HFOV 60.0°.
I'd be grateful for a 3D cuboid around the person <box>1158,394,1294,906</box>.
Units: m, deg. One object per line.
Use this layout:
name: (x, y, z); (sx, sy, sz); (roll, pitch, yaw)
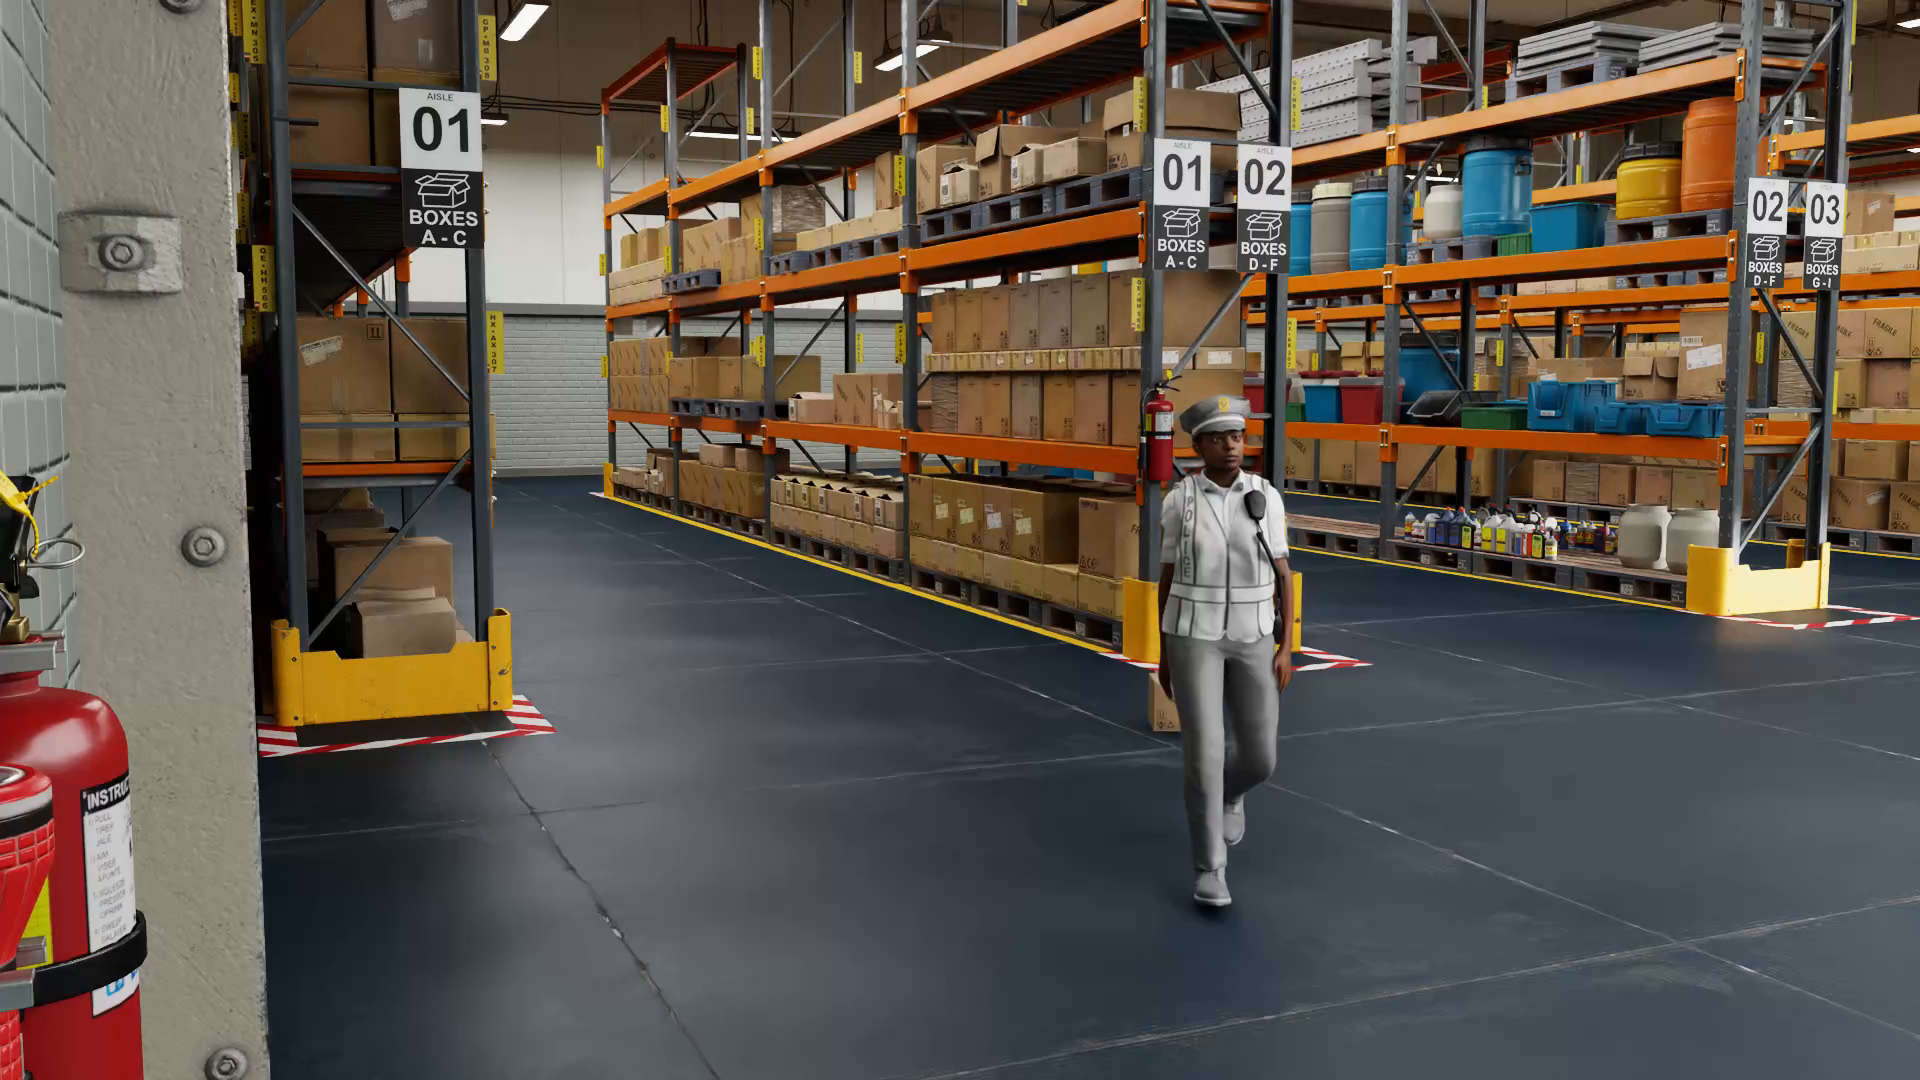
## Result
person: (0.902, 0.337, 5.673); (0.455, 1.667, 0.734); (0, 5, 0)
